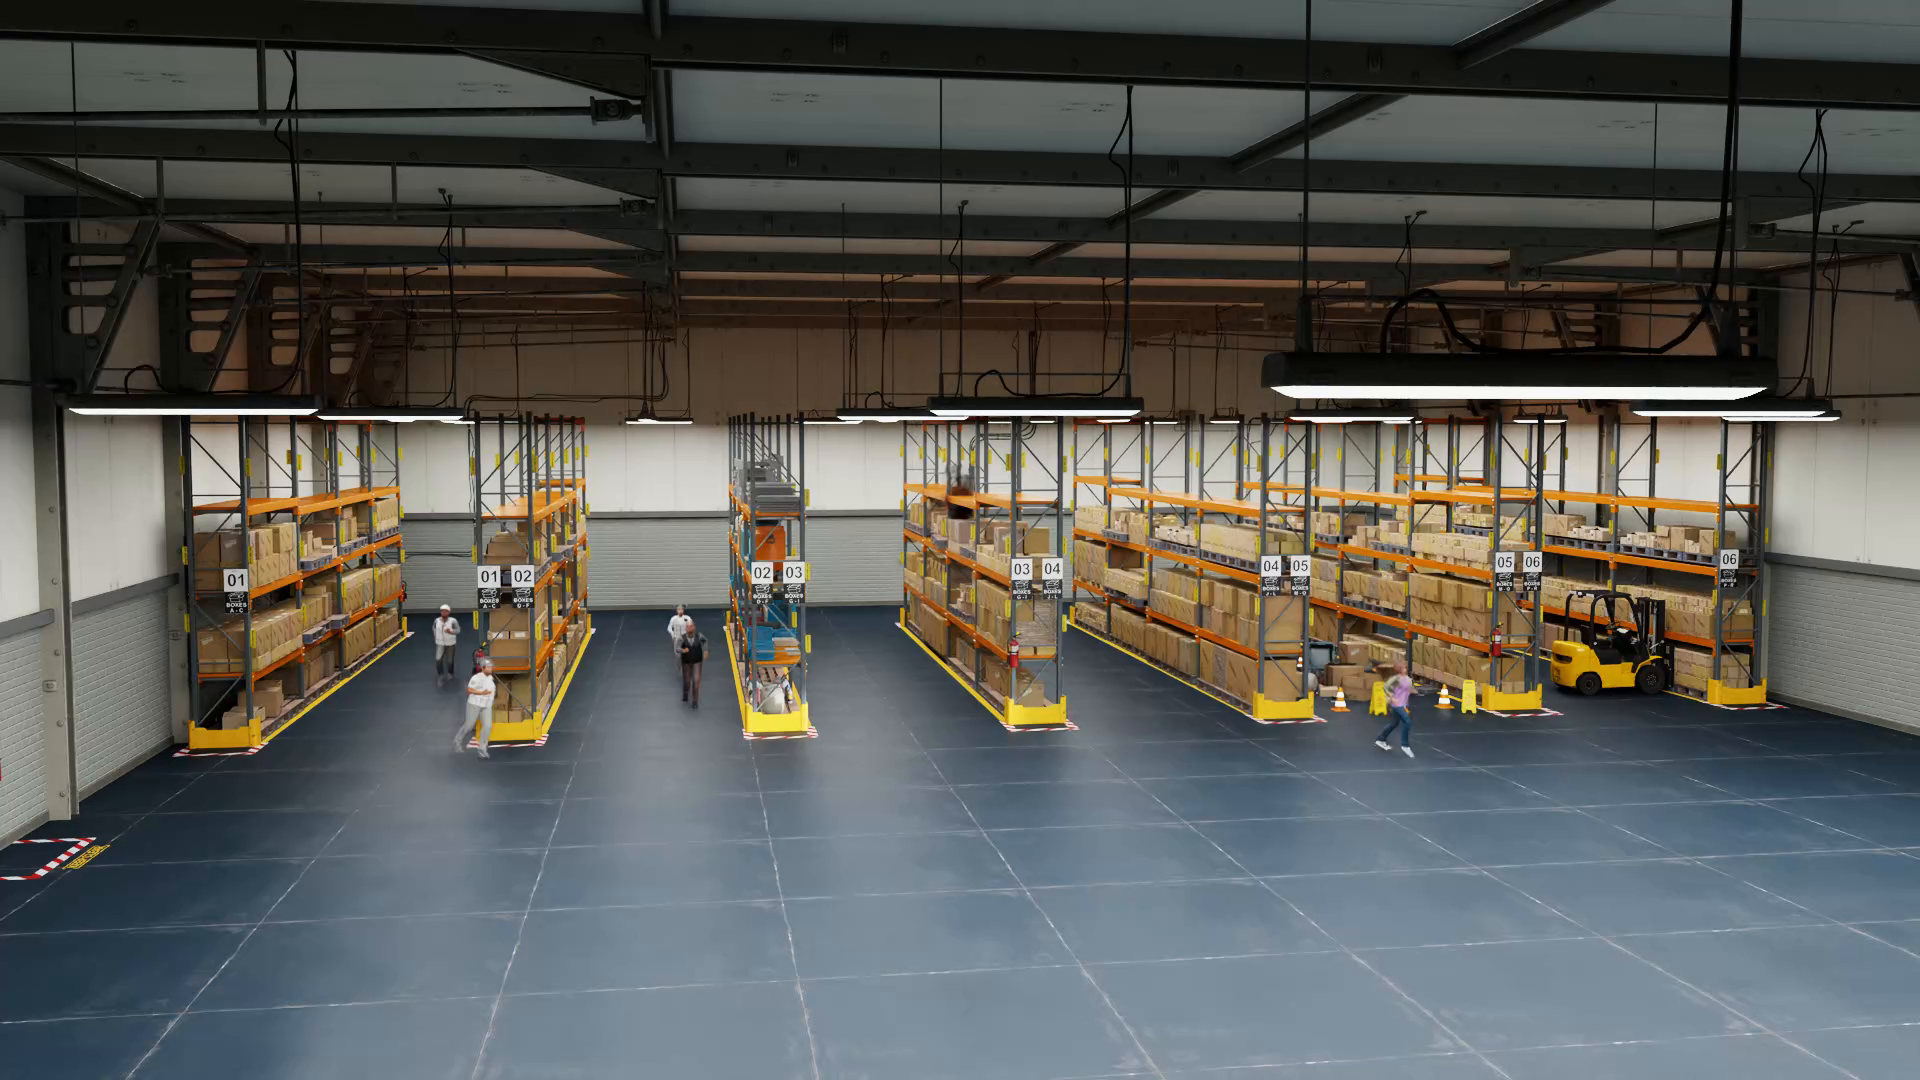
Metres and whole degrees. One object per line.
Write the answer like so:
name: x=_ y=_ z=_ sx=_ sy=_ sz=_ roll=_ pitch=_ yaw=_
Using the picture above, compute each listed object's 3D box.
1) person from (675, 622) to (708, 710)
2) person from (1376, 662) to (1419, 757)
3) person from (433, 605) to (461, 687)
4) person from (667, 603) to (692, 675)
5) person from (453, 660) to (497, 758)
person: x=-5.497 y=2.547 z=34.088 sx=0.663 sy=1.768 sz=0.908 roll=-1 pitch=4 yaw=-8
person: x=7.653 y=2.945 z=29.101 sx=0.739 sy=1.647 sz=0.520 roll=2 pitch=4 yaw=27
person: x=-11.419 y=2.342 z=37.006 sx=0.635 sy=1.820 sz=0.795 roll=-1 pitch=4 yaw=-9
person: x=-6.451 y=2.284 z=38.437 sx=0.612 sy=1.648 sz=0.571 roll=-1 pitch=4 yaw=-9
person: x=-8.377 y=2.932 z=29.081 sx=0.851 sy=1.662 sz=0.644 roll=3 pitch=5 yaw=36
